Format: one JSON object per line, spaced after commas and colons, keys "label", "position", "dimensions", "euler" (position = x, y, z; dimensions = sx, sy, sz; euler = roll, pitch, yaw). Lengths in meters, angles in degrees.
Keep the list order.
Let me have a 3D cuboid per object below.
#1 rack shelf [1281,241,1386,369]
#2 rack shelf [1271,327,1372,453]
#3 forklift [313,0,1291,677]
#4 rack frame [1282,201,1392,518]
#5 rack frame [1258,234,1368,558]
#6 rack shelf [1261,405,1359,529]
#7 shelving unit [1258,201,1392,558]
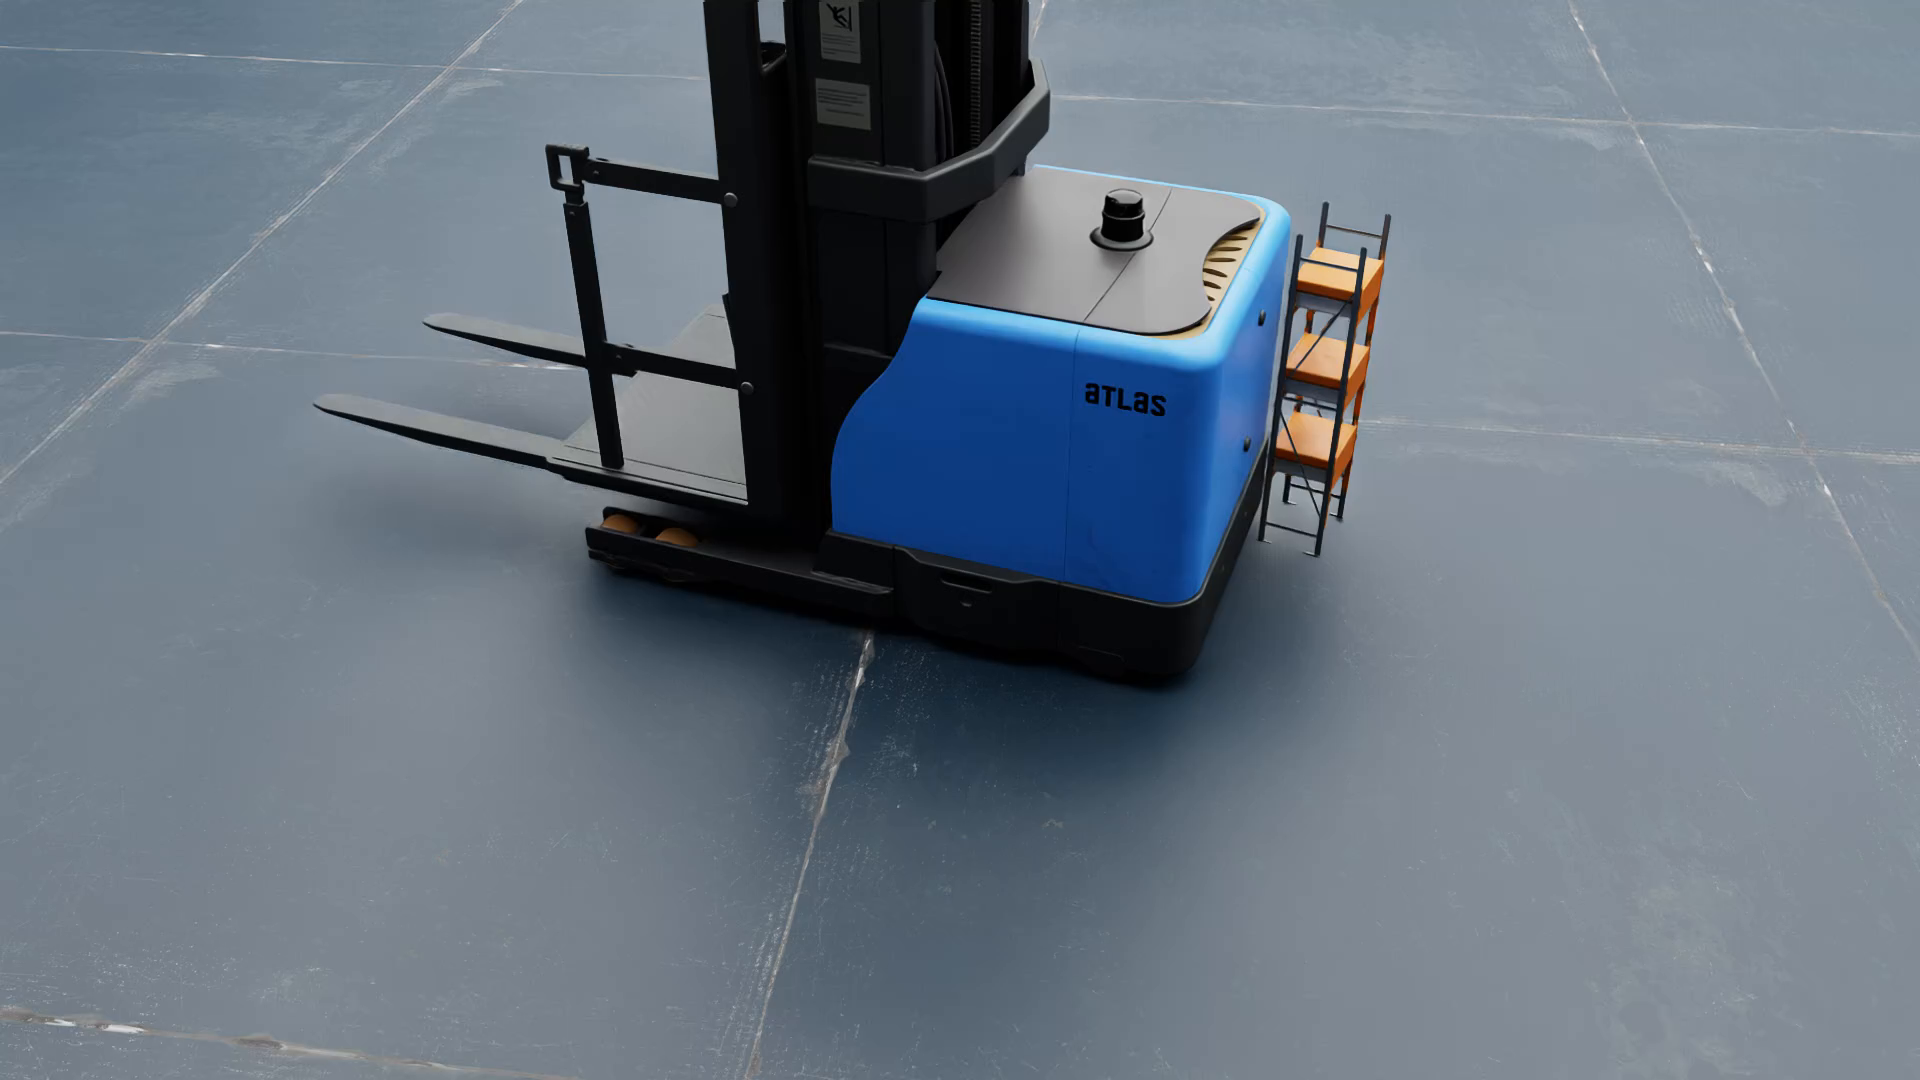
{"label": "rack shelf", "position": [1.085, -0.685, 4.836], "dimensions": [0.215, 0.259, 0.240], "euler": [17, 39, 22]}
{"label": "rack shelf", "position": [1.085, -0.454, 5.001], "dimensions": [0.215, 0.259, 0.240], "euler": [17, 39, 22]}
{"label": "forklift", "position": [-0.608, -1.336, 4.599], "dimensions": [3.031, 2.935, 1.130], "euler": [12, 37, 17]}
{"label": "rack frame", "position": [1.141, -0.526, 5.083], "dimensions": [0.200, 1.050, 0.008], "euler": [17, 39, 22]}
{"label": "rack frame", "position": [1.030, -0.400, 4.906], "dimensions": [0.200, 1.050, 0.008], "euler": [17, 39, 22]}
{"label": "rack shelf", "position": [1.085, -0.228, 5.162], "dimensions": [0.215, 0.259, 0.240], "euler": [17, 39, 22]}
{"label": "shelving unit", "position": [1.085, -0.463, 4.995], "dimensions": [0.215, 1.050, 0.252], "euler": [17, 39, 22]}
